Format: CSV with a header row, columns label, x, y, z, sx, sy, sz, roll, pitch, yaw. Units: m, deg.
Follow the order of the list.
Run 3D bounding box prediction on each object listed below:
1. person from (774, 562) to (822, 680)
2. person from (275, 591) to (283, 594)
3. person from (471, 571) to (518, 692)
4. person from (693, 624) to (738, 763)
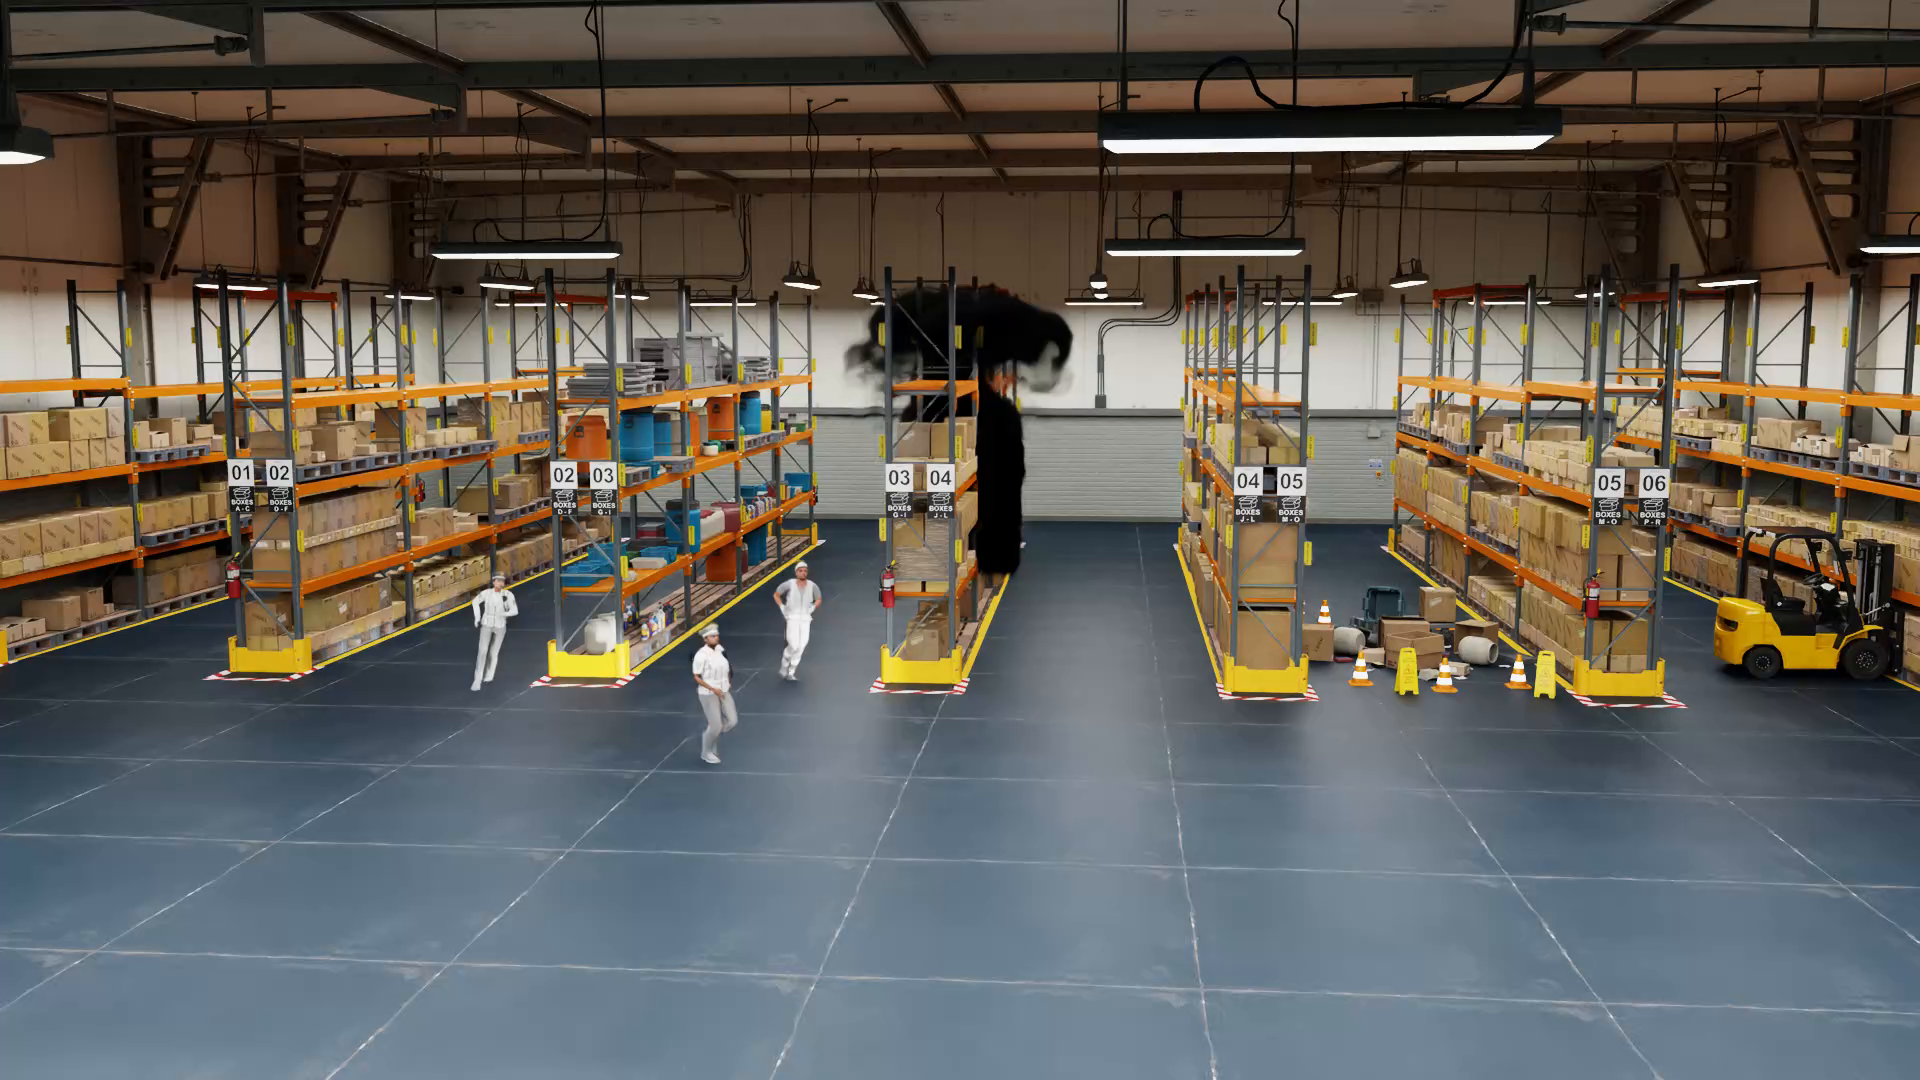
label,x,y,z,sx,sy,sz,roll,pitch,yaw
person,-2.331,1.192,24.363,0.681,1.756,0.531,-3,7,-22
person,-12.093,0.588,29.504,0.529,1.695,0.887,0,7,2
person,-6.694,1.273,23.913,0.671,1.666,0.807,-2,7,-13
person,-2.875,1.808,19.642,0.476,1.665,0.574,5,9,37
